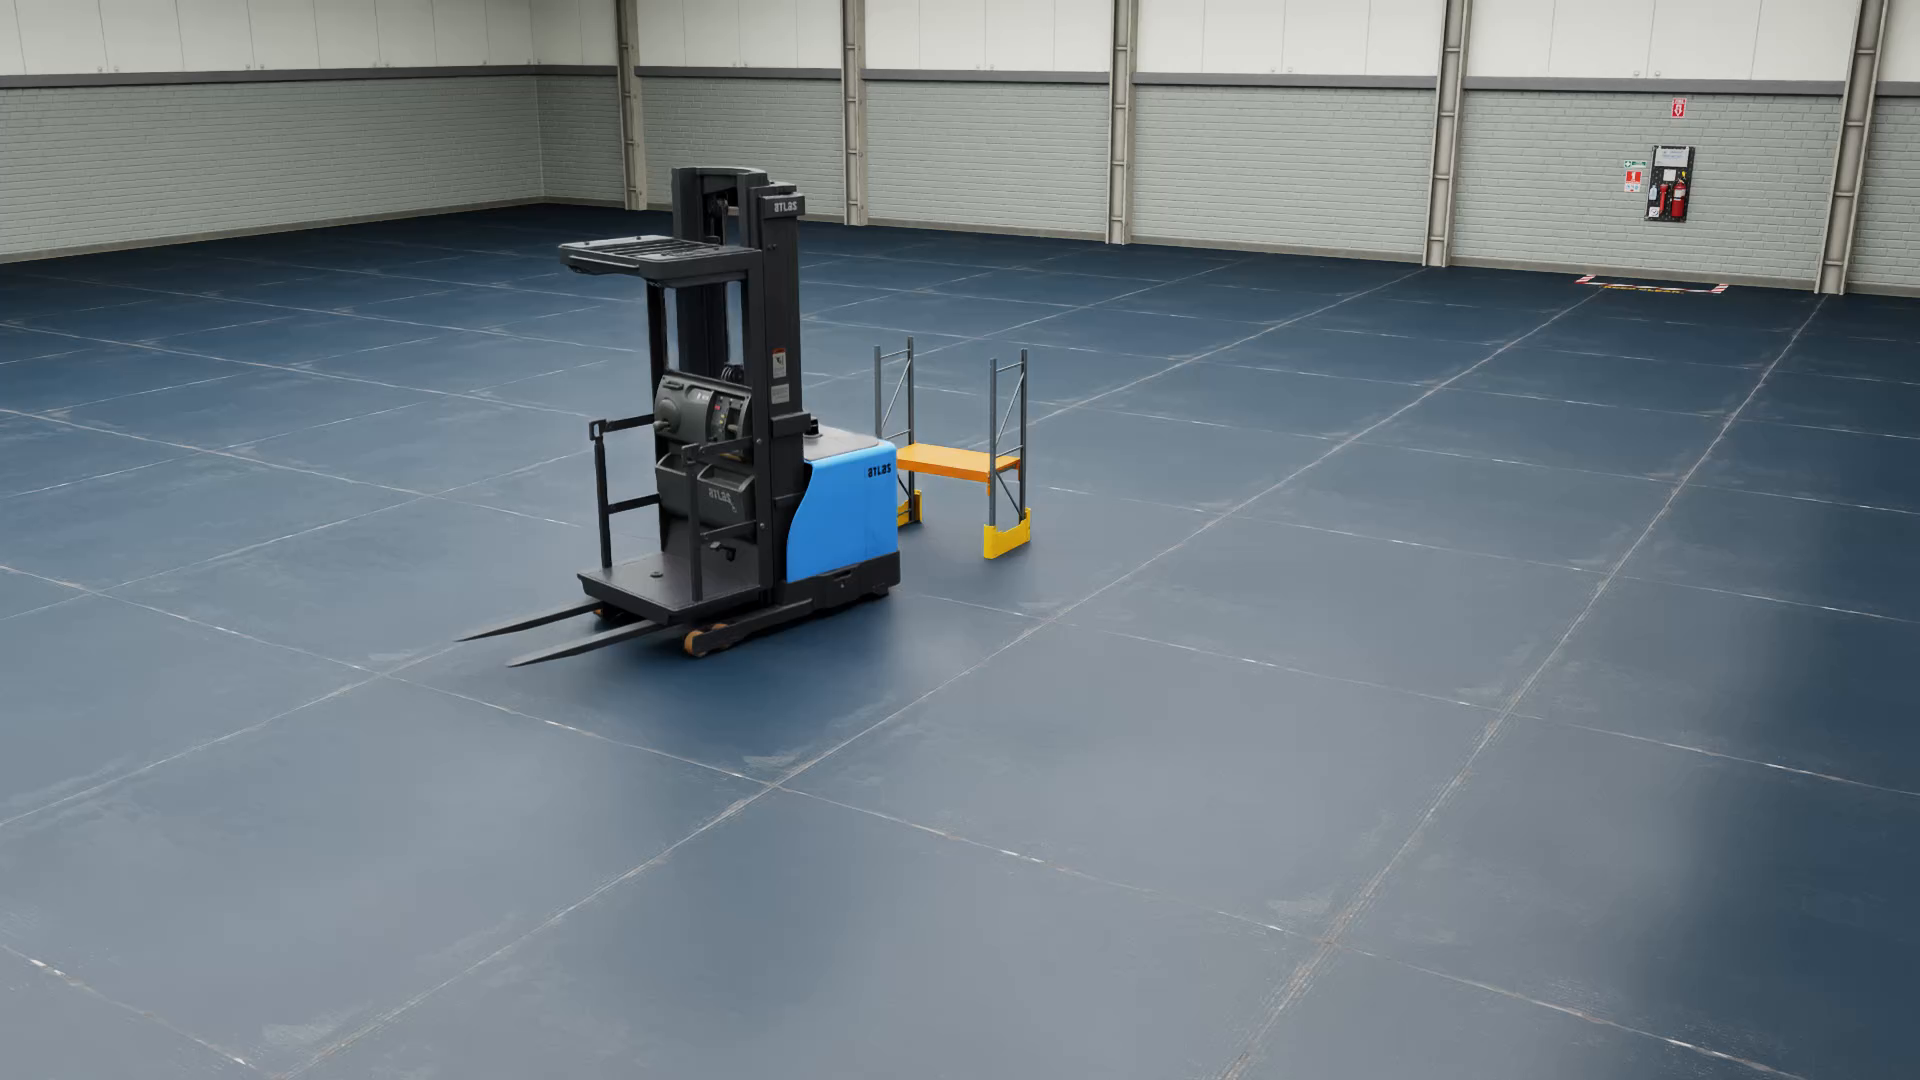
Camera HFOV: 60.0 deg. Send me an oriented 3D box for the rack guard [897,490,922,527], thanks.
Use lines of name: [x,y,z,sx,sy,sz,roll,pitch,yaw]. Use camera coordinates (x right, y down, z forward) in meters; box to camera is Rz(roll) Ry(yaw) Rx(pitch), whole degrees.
rack guard: [-0.489,-0.207,13.132,0.087,0.250,0.587,10,20,30]

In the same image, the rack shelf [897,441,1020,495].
rack shelf: [-0.073,-0.558,12.758,1.000,0.185,0.538,10,20,30]

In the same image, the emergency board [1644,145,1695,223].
emergency board: [11.118,-5.577,26.082,0.643,1.169,0.194,10,20,30]

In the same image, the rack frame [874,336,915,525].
rack frame: [-0.506,-0.808,12.961,0.032,1.500,0.500,10,20,30]

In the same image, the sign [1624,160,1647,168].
sign: [10.700,-5.955,26.351,0.331,0.109,0.001,10,20,30]

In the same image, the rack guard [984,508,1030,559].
rack guard: [0.359,-0.055,12.634,0.087,0.250,0.587,10,20,30]

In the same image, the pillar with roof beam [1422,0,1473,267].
pillar with roof beam: [5.838,-7.909,23.436,0.400,9.000,9.100,10,20,30]

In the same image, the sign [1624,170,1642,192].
sign: [10.701,-5.704,26.438,0.234,0.329,0.001,10,20,30]

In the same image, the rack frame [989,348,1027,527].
rack frame: [0.360,-0.653,12.451,0.032,1.500,0.500,10,20,30]

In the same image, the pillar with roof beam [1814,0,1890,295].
pillar with roof beam: [10.951,-6.996,20.431,0.400,9.000,9.100,10,20,30]

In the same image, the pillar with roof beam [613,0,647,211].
pillar with roof beam: [-9.500,-10.647,32.449,0.400,9.000,9.100,10,20,30]

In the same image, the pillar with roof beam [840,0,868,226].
pillar with roof beam: [-4.387,-9.734,29.445,0.400,9.000,9.100,10,20,30]

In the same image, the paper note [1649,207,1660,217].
paper note: [11.003,-5.200,26.355,0.142,0.148,0.016,10,20,30]

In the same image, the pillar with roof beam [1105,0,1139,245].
pillar with roof beam: [0.726,-8.822,26.440,0.400,9.000,9.100,10,20,30]

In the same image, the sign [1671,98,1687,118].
sign: [11.163,-6.713,25.830,0.199,0.298,0.001,10,20,30]

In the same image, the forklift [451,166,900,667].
forklift: [-1.808,-0.834,10.583,1.130,2.935,3.031,16,23,42]

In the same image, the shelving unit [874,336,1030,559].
shelving unit: [-0.065,-0.729,12.701,1.083,1.500,0.587,10,20,30]
